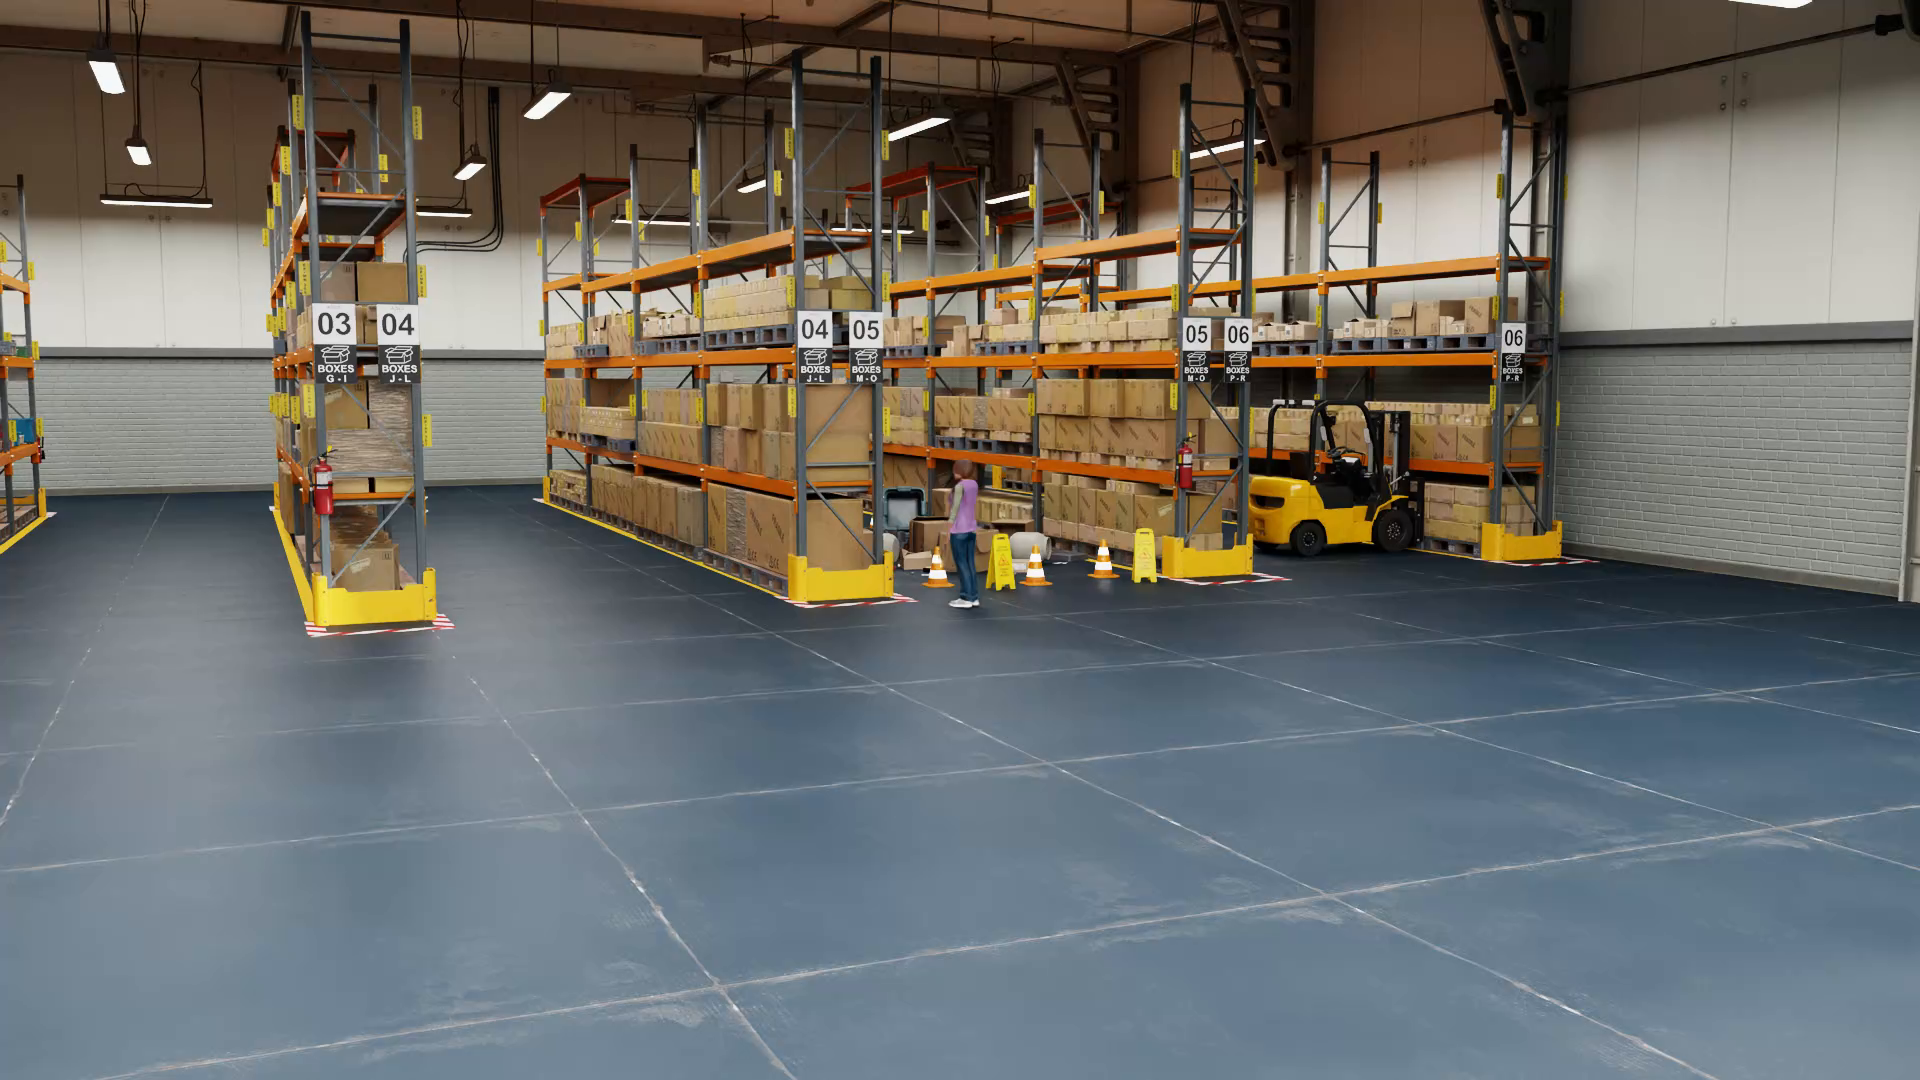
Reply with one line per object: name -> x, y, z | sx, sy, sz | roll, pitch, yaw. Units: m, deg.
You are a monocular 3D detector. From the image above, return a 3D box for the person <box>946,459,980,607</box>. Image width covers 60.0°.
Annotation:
person -> 0.026, -0.076, 17.847 | 0.343, 1.605, 0.517 | 4, 7, 33
